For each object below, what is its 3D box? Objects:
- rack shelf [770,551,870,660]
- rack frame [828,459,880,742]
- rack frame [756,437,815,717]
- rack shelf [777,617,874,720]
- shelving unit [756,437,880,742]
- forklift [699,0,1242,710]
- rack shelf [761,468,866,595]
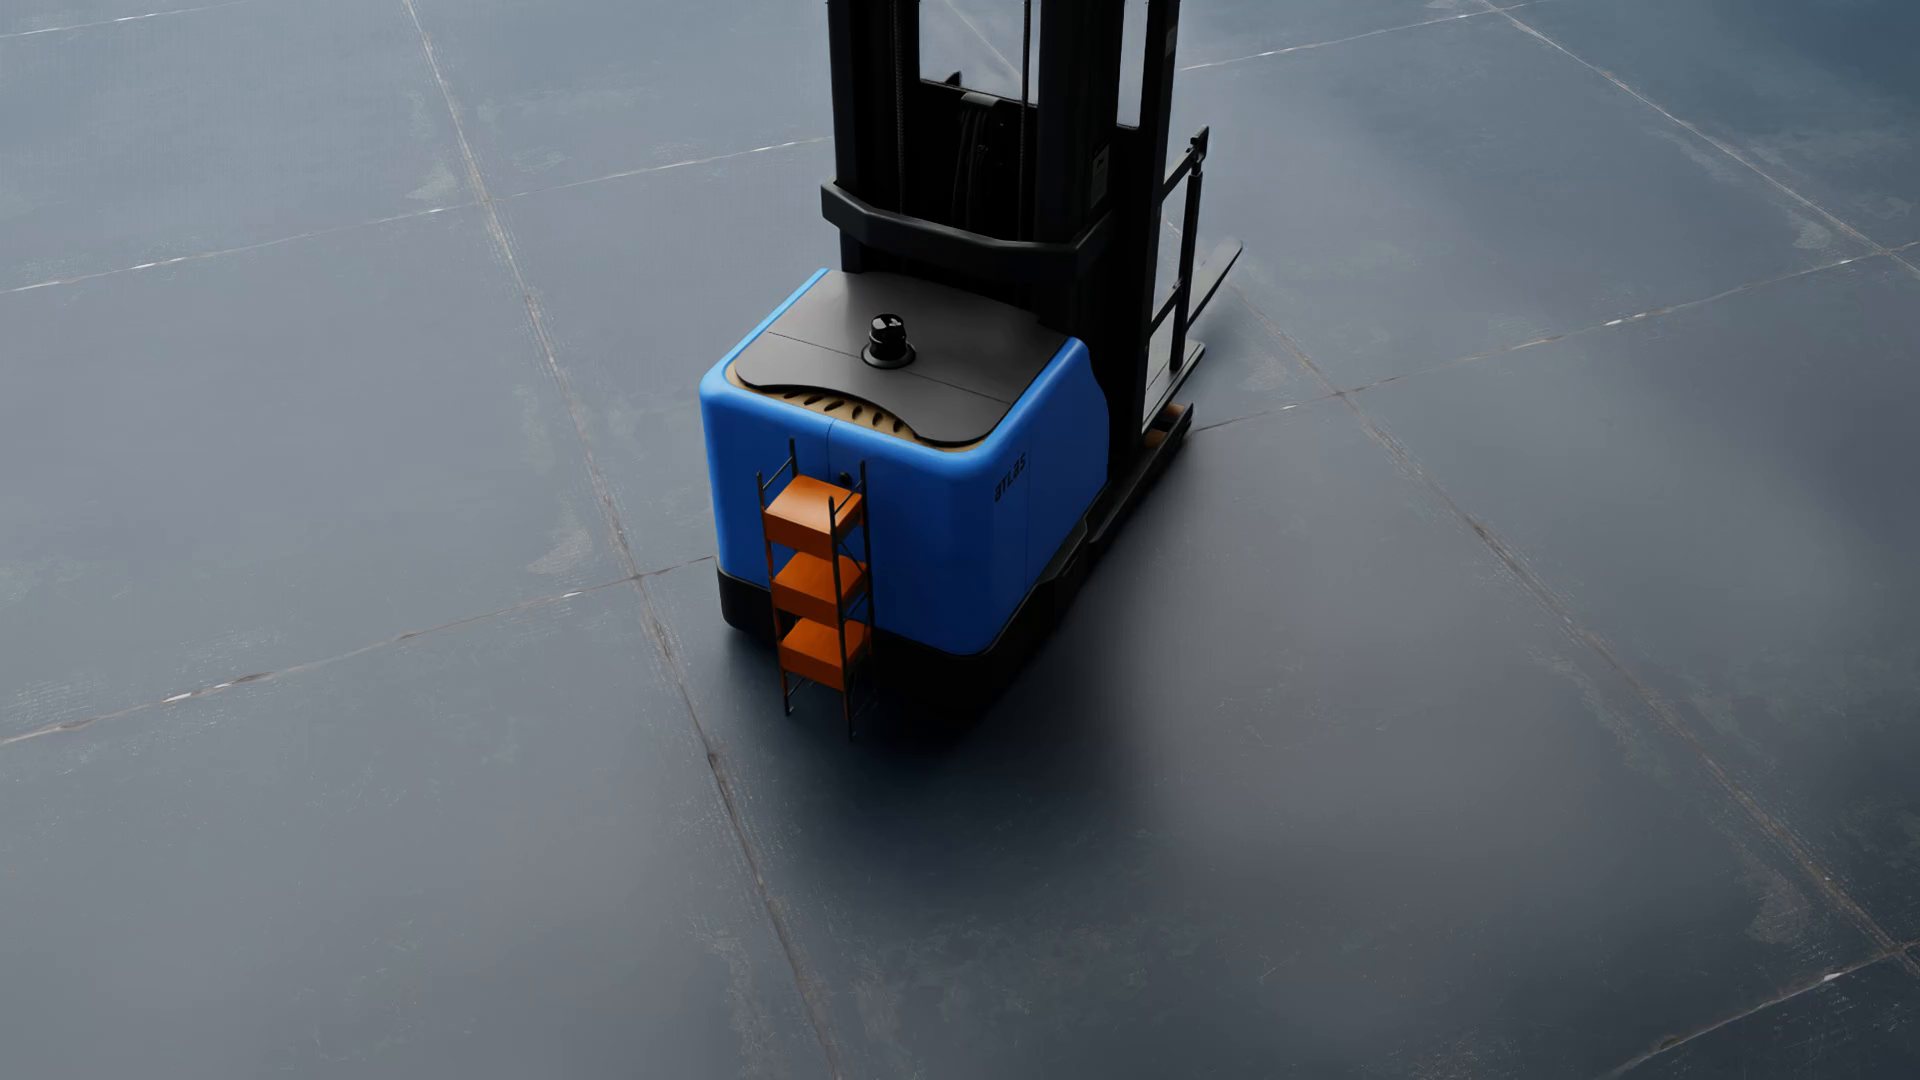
[{"bbox_3d":[-0.433,0.185,5.242,0.240,0.259,0.215,18,45,20],"label":"rack shelf"},{"bbox_3d":[-0.324,0.213,5.193,0.008,1.050,0.200,18,45,20],"label":"rack frame"},{"bbox_3d":[-0.541,0.141,5.277,0.008,1.050,0.200,18,45,20],"label":"rack frame"},{"bbox_3d":[-0.429,0.392,5.428,0.240,0.259,0.215,18,45,20],"label":"rack shelf"},{"bbox_3d":[-0.433,0.177,5.235,0.252,1.050,0.215,18,45,20],"label":"shelving unit"},{"bbox_3d":[0.282,-1.505,5.752,1.130,2.935,3.031,18,44,20],"label":"forklift"},{"bbox_3d":[-0.436,-0.027,5.053,0.240,0.259,0.215,18,45,20],"label":"rack shelf"}]
